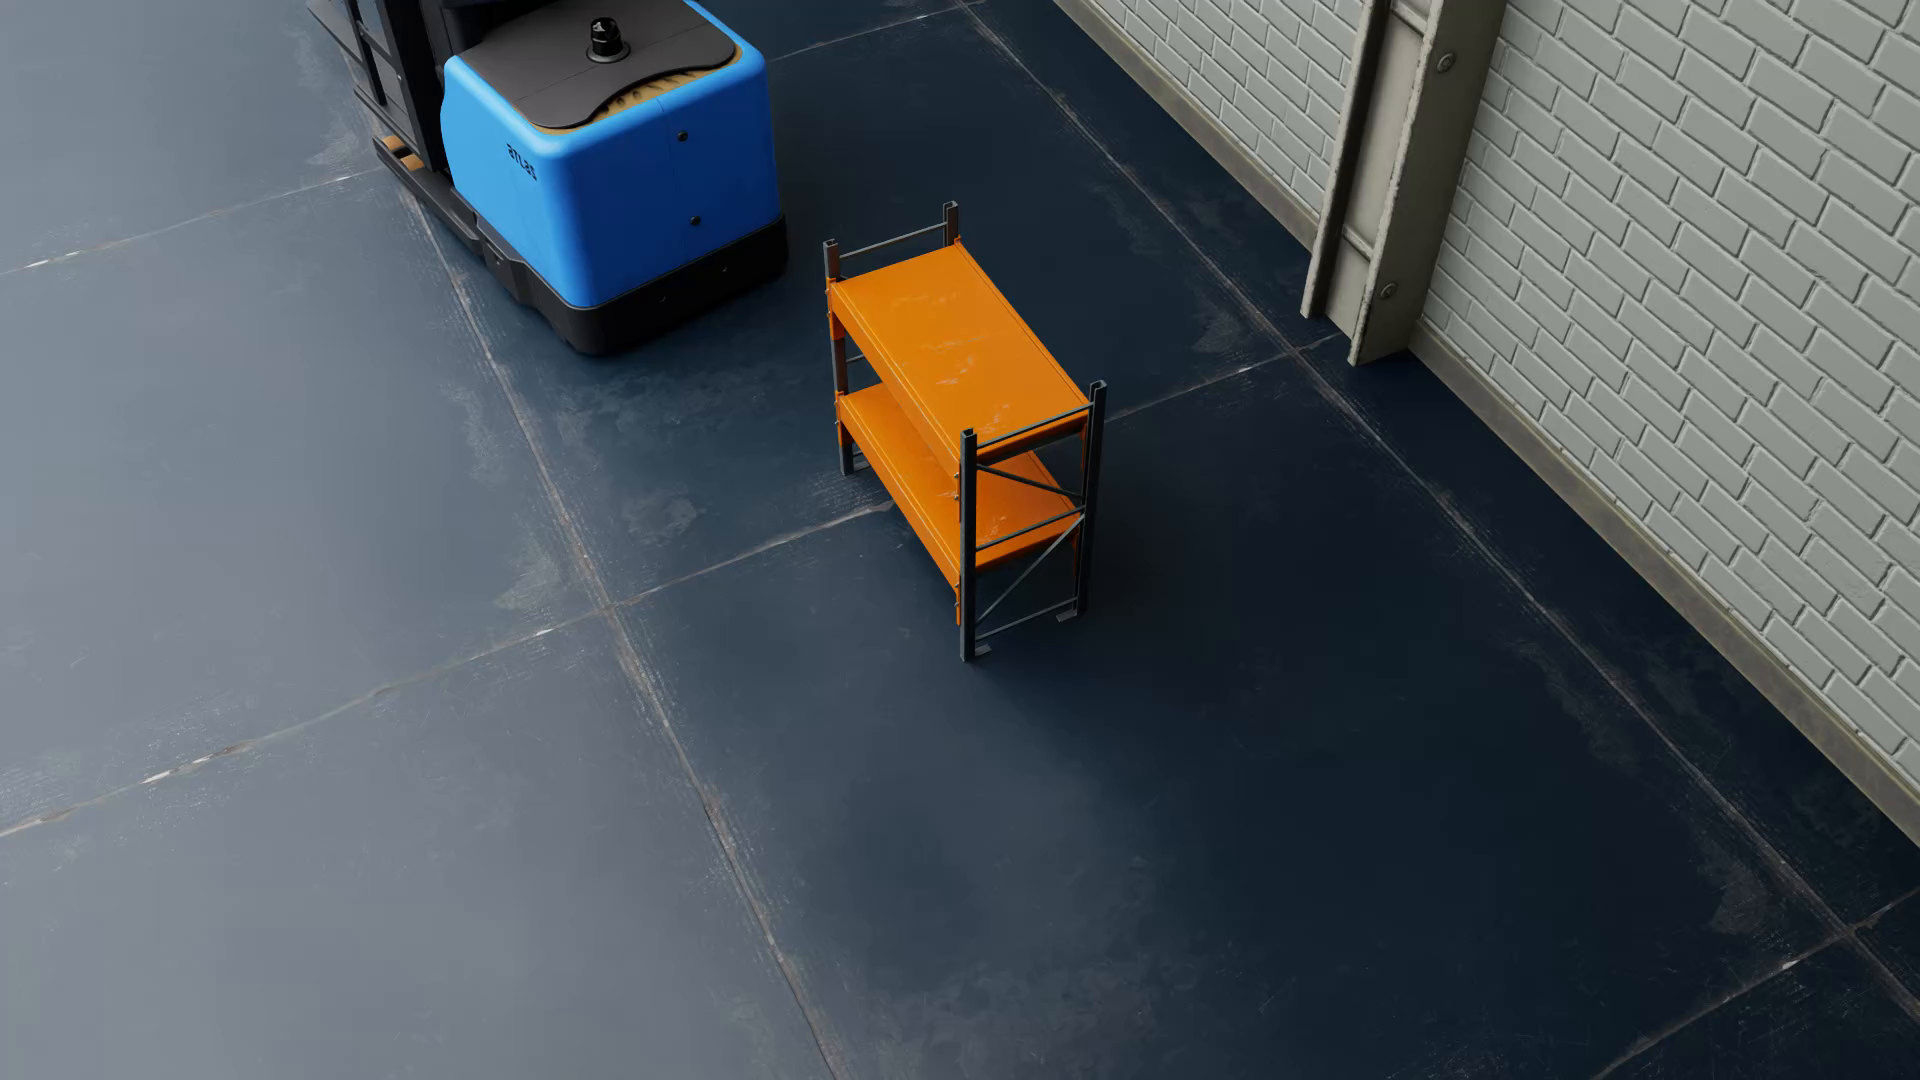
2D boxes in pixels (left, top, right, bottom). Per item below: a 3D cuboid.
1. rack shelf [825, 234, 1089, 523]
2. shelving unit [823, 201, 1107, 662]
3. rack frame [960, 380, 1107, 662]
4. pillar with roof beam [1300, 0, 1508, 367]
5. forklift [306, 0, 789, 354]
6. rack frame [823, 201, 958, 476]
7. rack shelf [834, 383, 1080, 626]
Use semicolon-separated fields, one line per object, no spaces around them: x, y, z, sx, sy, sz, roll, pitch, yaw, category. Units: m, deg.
-0.003;-0.568;5.610;0.538;0.278;1.000;-21;52;-18;rack shelf
-0.003;-0.375;5.831;0.538;1.125;1.048;-21;52;-18;shelving unit
0.230;-0.035;5.533;0.500;1.125;0.032;-21;52;-18;rack frame
-2.151;-2.378;2.352;9.100;9.000;0.400;-21;52;-18;pillar with roof beam
-2.059;-2.781;6.735;1.130;2.935;3.031;-31;56;-24;forklift
-0.236;-0.715;6.128;0.500;1.125;0.032;-21;52;-18;rack frame
-0.003;-0.214;6.015;0.538;0.278;1.000;-21;52;-18;rack shelf
